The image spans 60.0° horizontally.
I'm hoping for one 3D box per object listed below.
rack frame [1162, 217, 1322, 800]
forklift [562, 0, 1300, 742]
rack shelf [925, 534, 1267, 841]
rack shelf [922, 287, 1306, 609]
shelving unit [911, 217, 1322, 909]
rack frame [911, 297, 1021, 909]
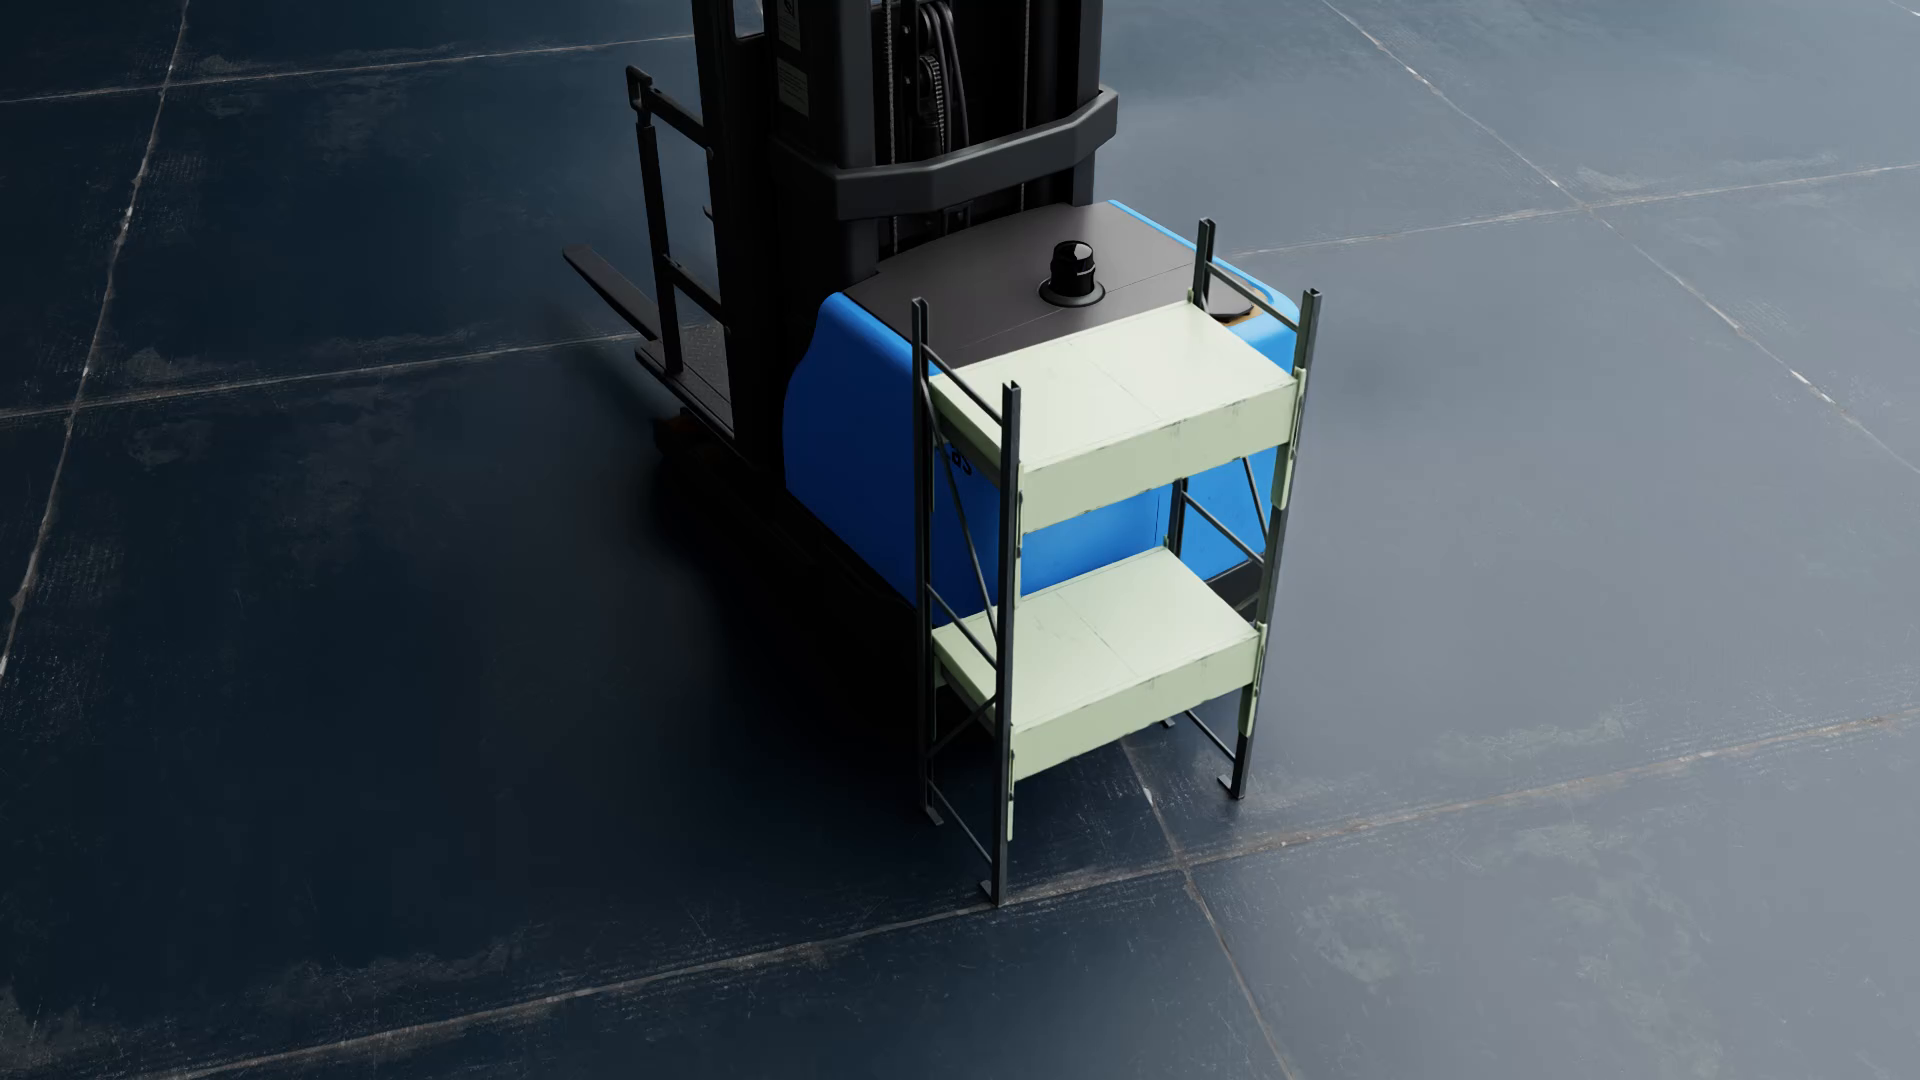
[{"bbox_3d":[0.641,-0.020,4.040,0.023,1.500,0.400,-19,42,-23],"label":"rack frame"},{"bbox_3d":[-0.365,-1.473,4.763,1.130,2.935,3.031,-24,43,-28],"label":"forklift"},{"bbox_3d":[0.322,0.348,4.095,0.720,0.370,0.431,-19,42,-23],"label":"rack shelf"},{"bbox_3d":[0.325,-0.218,3.656,0.720,0.370,0.431,-19,42,-23],"label":"rack shelf"},{"bbox_3d":[0.323,0.090,3.895,0.755,1.500,0.431,-19,42,-23],"label":"shelving unit"},{"bbox_3d":[0.006,0.201,3.750,0.023,1.500,0.400,-19,42,-23],"label":"rack frame"}]
